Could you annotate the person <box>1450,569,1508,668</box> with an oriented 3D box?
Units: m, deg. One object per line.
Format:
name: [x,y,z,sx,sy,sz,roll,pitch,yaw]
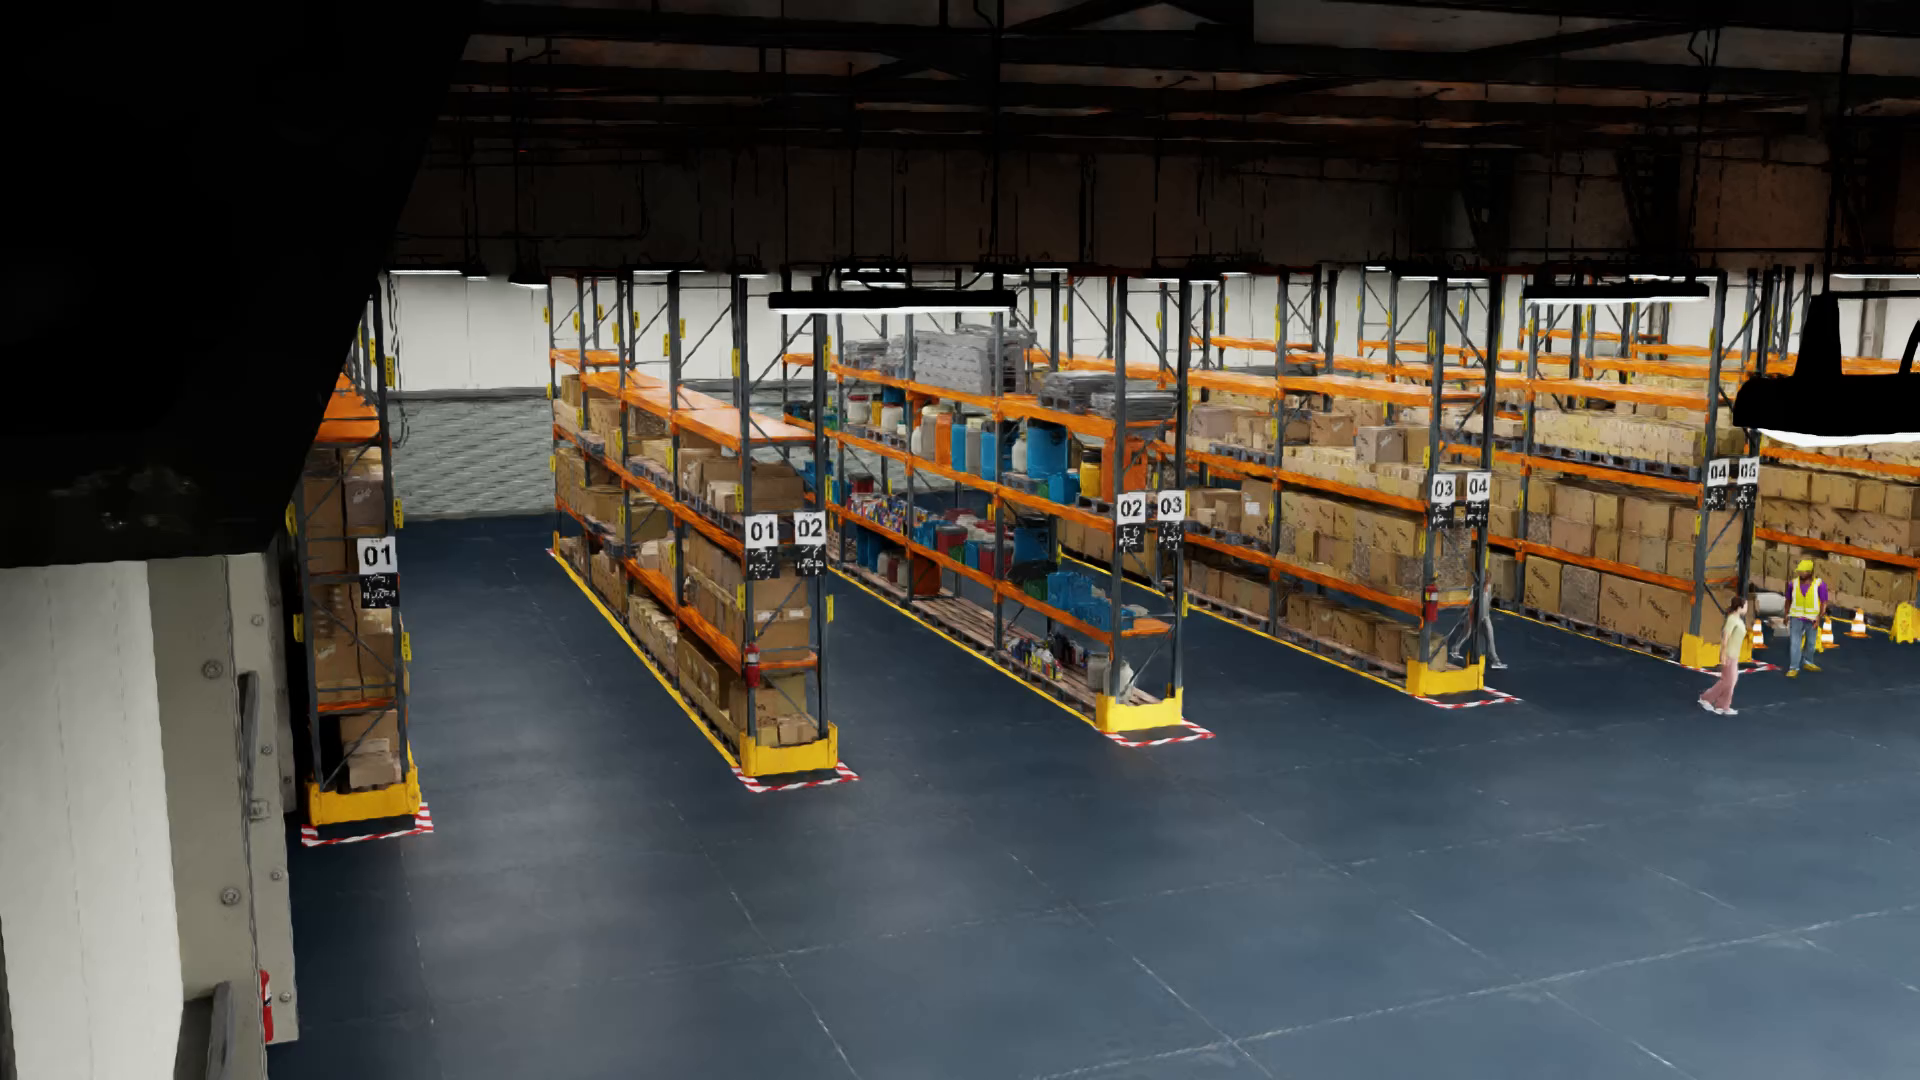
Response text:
person: [7.936,1.173,25.453,0.419,1.514,1.038,-4,11,-24]

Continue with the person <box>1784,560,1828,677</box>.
person: [12.675,1.162,24.951,0.586,1.762,0.705,6,12,33]

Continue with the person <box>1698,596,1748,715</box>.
person: [10.482,1.577,22.846,0.512,1.662,0.515,6,12,32]
